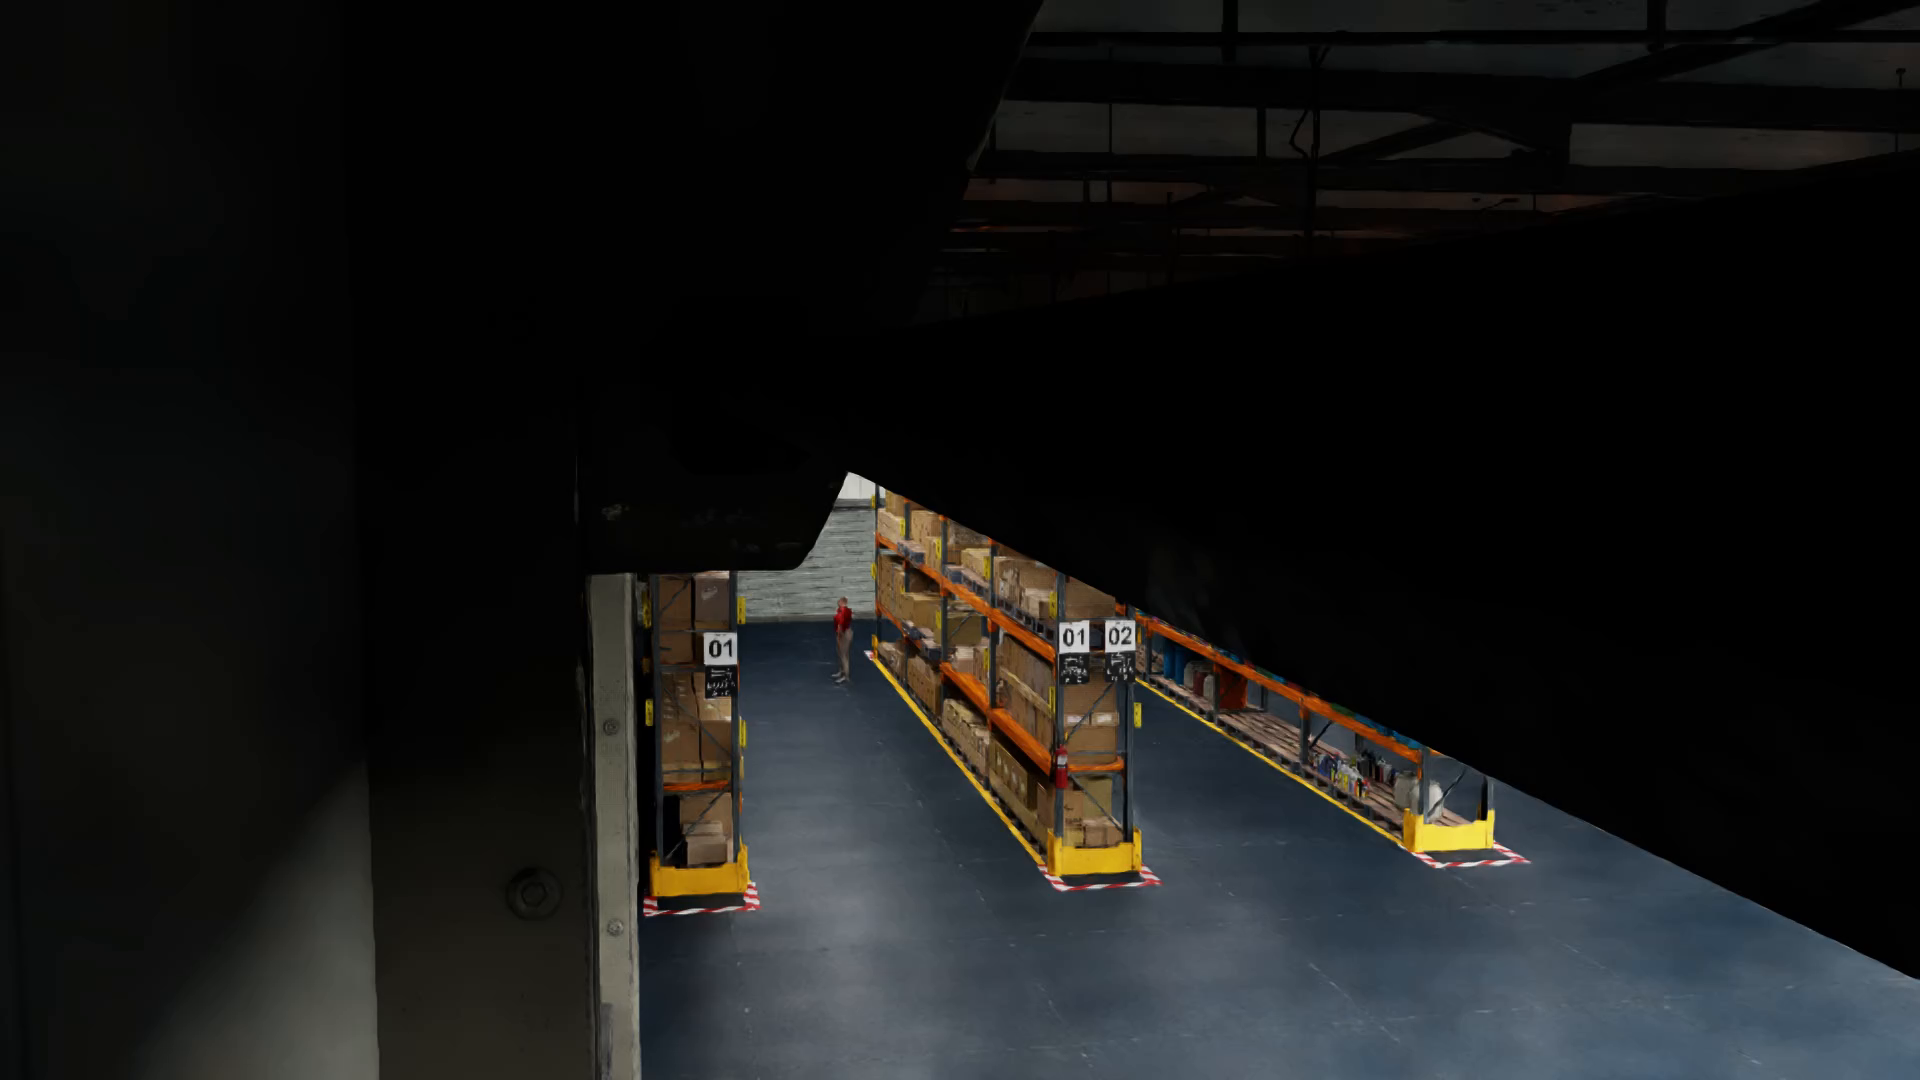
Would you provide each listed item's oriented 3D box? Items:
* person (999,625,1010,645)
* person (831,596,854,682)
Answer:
[{"bbox_3d":[0.821,2.098,33.457,0.497,1.583,1.090,-1,6,-9],"label":"person"},{"bbox_3d":[-2.417,1.995,33.795,0.498,1.731,0.588,2,6,19],"label":"person"}]
